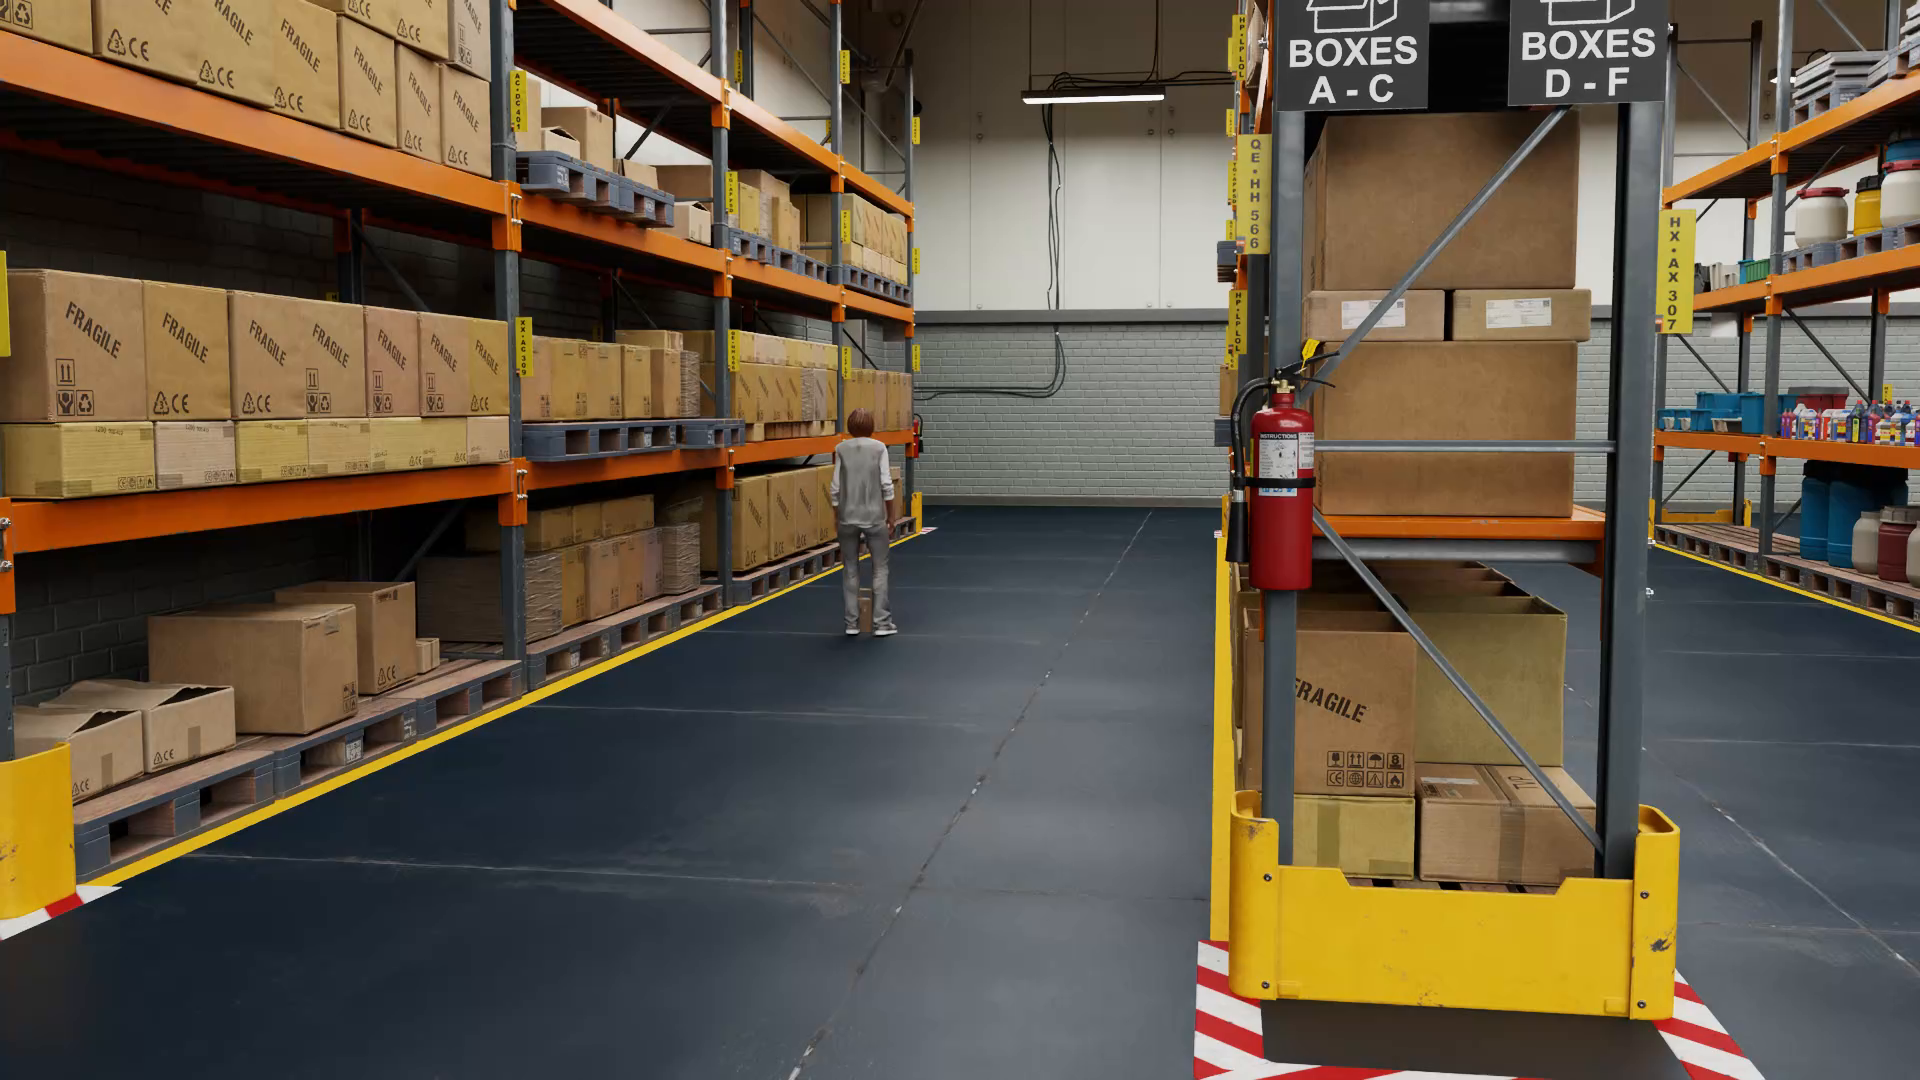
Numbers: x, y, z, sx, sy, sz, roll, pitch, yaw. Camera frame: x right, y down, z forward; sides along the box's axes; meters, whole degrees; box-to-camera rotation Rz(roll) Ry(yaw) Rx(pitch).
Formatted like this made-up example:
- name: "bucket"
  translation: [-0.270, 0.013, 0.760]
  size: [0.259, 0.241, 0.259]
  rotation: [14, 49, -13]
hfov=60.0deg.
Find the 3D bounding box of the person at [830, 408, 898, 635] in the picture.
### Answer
- name: "person"
  translation: [-0.679, -0.126, 11.663]
  size: [0.460, 1.593, 0.374]
  rotation: [1, 5, 7]
